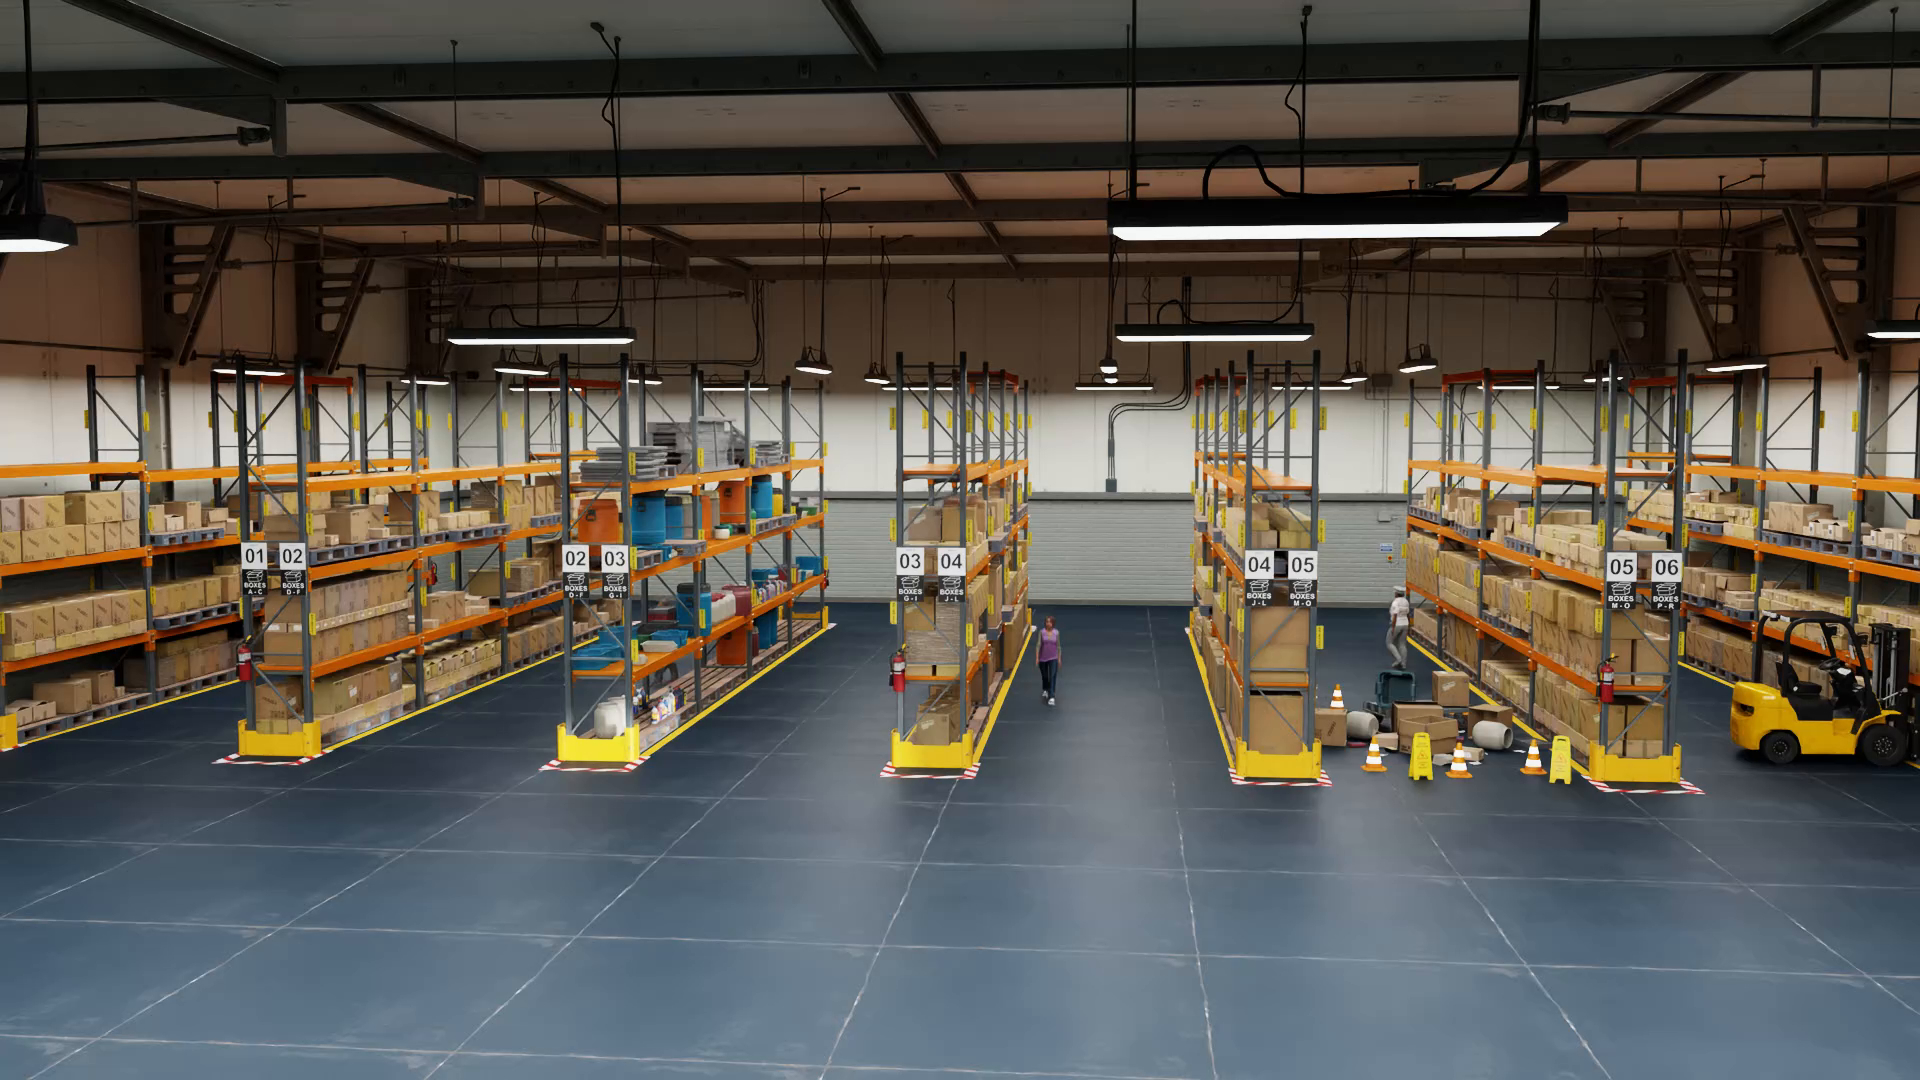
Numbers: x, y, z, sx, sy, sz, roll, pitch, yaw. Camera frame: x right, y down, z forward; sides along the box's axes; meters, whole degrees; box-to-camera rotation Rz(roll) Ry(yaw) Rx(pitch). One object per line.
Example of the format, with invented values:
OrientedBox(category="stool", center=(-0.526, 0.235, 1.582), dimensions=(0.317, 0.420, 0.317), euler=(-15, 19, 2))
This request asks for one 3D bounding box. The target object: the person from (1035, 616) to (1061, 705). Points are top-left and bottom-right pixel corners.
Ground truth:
OrientedBox(category="person", center=(1.573, 2.118, 29.590), dimensions=(0.458, 1.533, 0.994), euler=(0, 4, 4))

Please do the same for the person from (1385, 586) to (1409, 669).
OrientedBox(category="person", center=(8.902, 1.771, 33.669), dimensions=(0.503, 1.681, 0.444), euler=(-3, 5, -33))

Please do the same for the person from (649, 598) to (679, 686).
OrientedBox(category="person", center=(-5.667, 1.935, 31.688), dimensions=(0.613, 1.678, 0.465), euler=(-1, 4, -8))

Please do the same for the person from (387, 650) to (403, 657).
OrientedBox(category="person", center=(-11.584, 1.779, 33.869), dimensions=(0.523, 1.646, 0.490), euler=(3, 5, 32))
